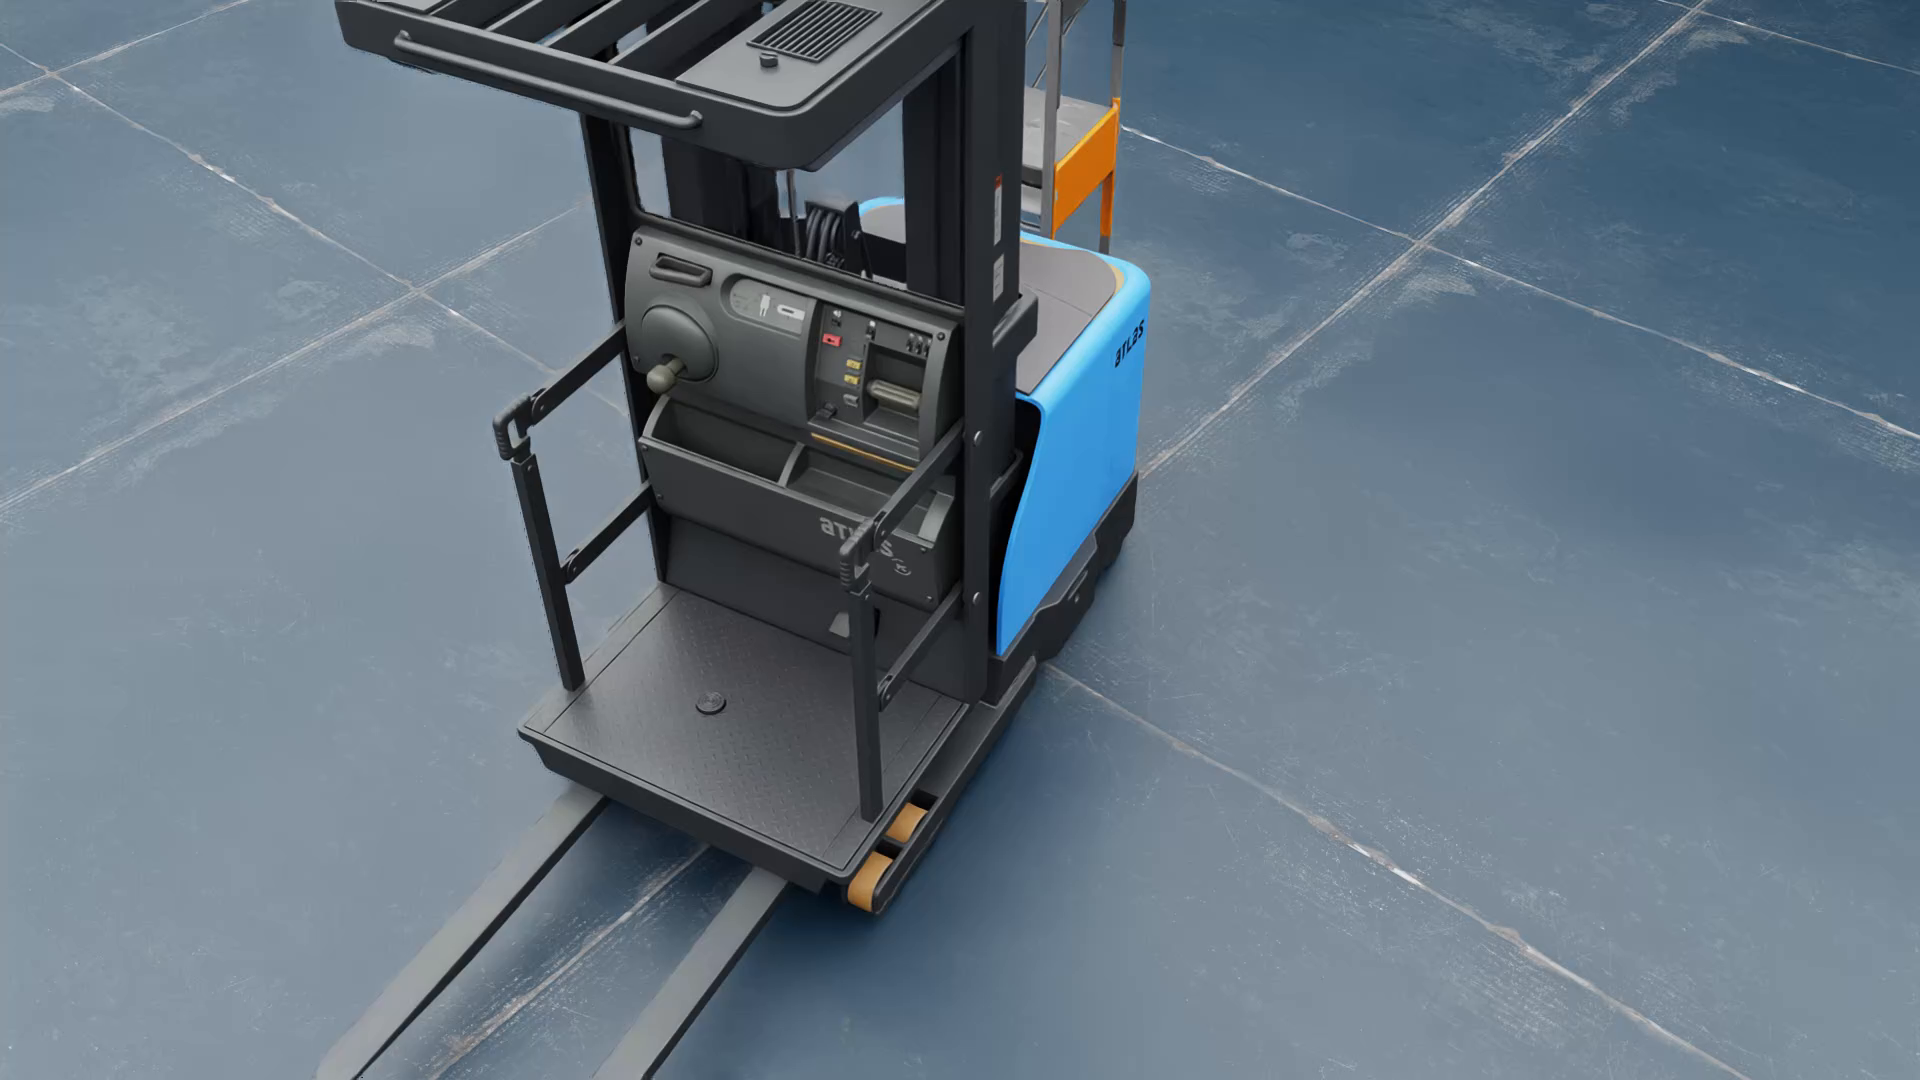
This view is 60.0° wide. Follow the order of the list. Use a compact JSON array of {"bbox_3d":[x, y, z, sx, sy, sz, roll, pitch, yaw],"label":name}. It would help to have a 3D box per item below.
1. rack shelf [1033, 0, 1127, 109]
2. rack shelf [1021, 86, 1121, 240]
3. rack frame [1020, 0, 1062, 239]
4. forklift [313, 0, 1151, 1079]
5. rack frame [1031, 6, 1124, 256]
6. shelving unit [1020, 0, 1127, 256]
[{"bbox_3d":[0.227,-1.686,5.023,0.431,0.518,0.480,20,46,21],"label":"rack shelf"},{"bbox_3d":[0.227,-1.168,5.494,0.431,0.518,0.480,20,46,21],"label":"rack shelf"},{"bbox_3d":[0.112,-1.033,5.326,0.400,2.100,0.015,20,46,21],"label":"rack frame"},{"bbox_3d":[-0.544,-0.405,4.017,1.130,2.935,3.031,20,46,21],"label":"forklift"},{"bbox_3d":[0.343,-1.323,5.644,0.400,2.100,0.015,20,46,21],"label":"rack frame"},{"bbox_3d":[0.227,-1.178,5.485,0.431,2.100,0.503,20,46,21],"label":"shelving unit"}]
